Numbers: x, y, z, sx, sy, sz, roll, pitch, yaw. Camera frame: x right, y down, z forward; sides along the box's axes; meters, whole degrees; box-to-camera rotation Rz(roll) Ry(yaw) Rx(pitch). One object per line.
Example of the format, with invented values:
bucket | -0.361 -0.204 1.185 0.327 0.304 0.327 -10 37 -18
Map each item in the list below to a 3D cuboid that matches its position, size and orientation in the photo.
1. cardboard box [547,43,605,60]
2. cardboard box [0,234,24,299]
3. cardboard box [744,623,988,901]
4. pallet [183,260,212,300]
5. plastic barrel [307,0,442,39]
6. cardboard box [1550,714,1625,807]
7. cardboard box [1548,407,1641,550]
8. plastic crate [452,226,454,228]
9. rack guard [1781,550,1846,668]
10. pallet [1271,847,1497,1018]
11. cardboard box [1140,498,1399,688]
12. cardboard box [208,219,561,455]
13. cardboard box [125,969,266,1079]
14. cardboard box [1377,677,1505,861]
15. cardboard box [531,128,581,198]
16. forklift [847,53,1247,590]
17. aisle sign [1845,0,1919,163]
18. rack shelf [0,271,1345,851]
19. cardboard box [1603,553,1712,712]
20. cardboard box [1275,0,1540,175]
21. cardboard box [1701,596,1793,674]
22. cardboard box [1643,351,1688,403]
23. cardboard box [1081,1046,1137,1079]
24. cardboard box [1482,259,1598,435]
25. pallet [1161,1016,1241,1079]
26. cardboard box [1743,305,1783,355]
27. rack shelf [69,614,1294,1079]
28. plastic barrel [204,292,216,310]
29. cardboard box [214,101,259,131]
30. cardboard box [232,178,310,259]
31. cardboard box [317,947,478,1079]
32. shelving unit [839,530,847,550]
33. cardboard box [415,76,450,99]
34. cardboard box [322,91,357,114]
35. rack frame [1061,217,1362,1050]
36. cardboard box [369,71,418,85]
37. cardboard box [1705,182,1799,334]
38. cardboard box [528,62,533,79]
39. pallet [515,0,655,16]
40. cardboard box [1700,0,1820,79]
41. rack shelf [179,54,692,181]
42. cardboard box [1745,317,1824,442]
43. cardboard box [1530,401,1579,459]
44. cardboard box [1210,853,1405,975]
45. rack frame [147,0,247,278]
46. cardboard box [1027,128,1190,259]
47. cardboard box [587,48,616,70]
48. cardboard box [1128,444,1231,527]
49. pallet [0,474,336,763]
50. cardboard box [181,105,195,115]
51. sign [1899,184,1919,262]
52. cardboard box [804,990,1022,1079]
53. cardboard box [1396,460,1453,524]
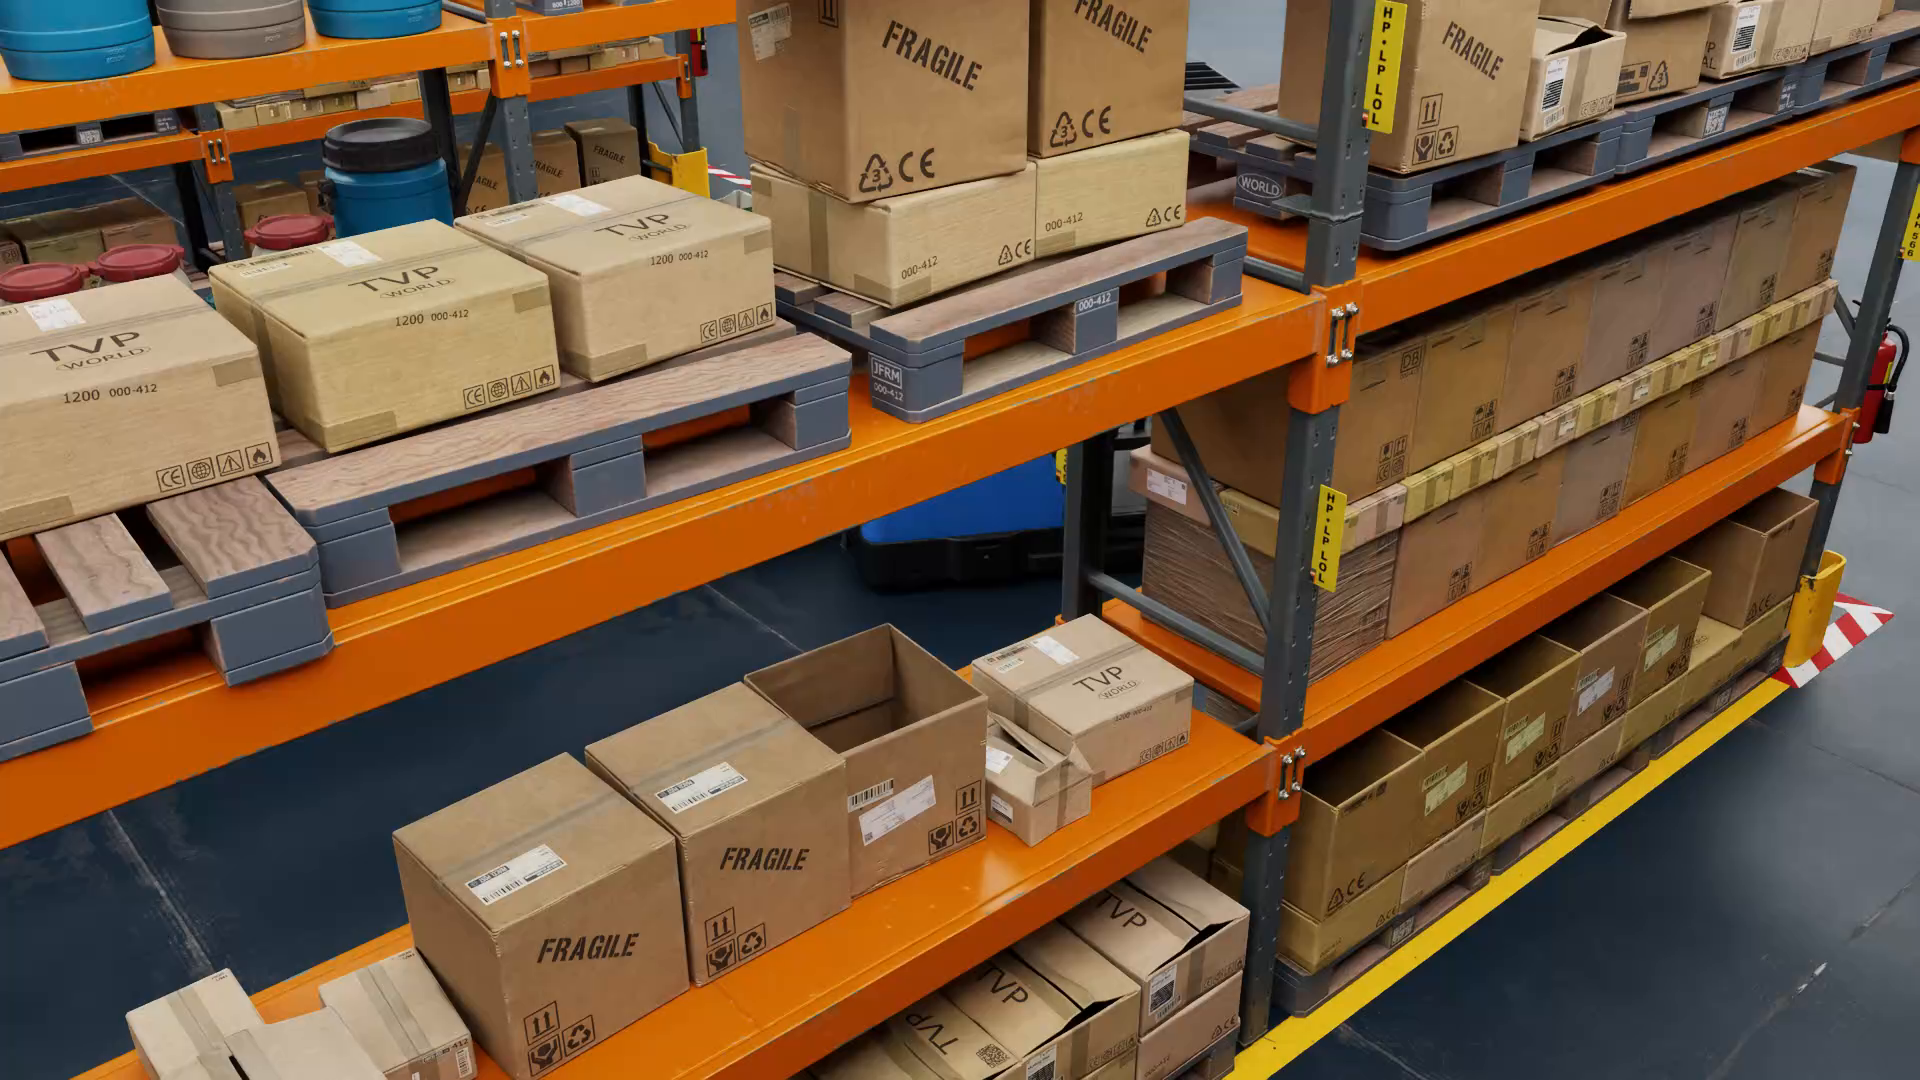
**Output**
cardboard box | -3.394 -4.317 13.724 0.500 0.500 0.875 -22 35 -35
cardboard box | -6.980 -1.873 11.758 0.700 0.500 0.500 25 37 38
cardboard box | -0.267 0.627 4.788 0.500 0.500 0.500 -19 34 -31
pallet | -6.290 -1.804 12.401 1.213 0.211 1.003 -22 35 -35
plastic barrel | -2.730 -2.807 7.606 0.708 0.901 0.600 -22 35 -35
cardboard box | 2.422 0.818 7.009 0.500 0.250 0.500 -22 35 -35
cardboard box | 2.232 -0.374 6.661 0.500 0.500 0.700 -21 34 -33
plastic crate | -2.653 -1.267 8.370 0.583 0.464 0.402 -22 35 -35
rack guard | 3.790 0.152 8.435 0.348 0.500 1.175 -22 35 -35
pallet | 1.361 1.282 6.626 1.213 0.211 1.003 -22 35 -35
cardboard box | 1.062 0.099 5.777 0.500 0.500 0.700 -23 36 -36
cardboard box | -1.176 -0.434 3.411 0.500 0.250 0.500 -23 36 -36
cardboard box | -1.810 1.241 4.012 0.250 0.149 0.380 -22 35 -35
cardboard box | 1.660 0.792 6.261 0.500 0.500 0.500 -22 35 -35
cardboard box | -3.574 -3.199 14.259 0.500 0.500 0.500 -13 31 -22
forklift | 0.883 -1.369 8.702 3.031 2.935 1.130 -5 29 -10
aisle sign | 4.012 -2.004 7.060 0.004 0.787 0.394 -22 35 -35
rack shelf | -0.793 -0.113 3.860 4.000 0.370 1.077 -22 35 -35
cardboard box | 2.805 0.336 7.115 0.500 0.500 0.500 -22 35 -35
cardboard box | 1.283 -1.393 4.791 0.500 0.500 0.500 -19 33 -31
cardboard box | 3.555 0.355 7.876 0.500 0.250 0.500 -22 35 -35
cardboard box | 2.620 -0.691 6.567 0.250 0.149 0.380 -21 34 -34
cardboard box | 0.215 1.693 5.371 0.500 0.250 0.500 -23 35 -36
cardboard box | 1.827 -0.781 6.047 0.500 0.500 0.700 -22 35 -35
pallet | 0.193 1.750 5.751 1.213 0.211 1.003 -22 35 -35
cardboard box | 3.212 -0.929 7.011 0.250 0.149 0.380 -22 35 -36
rack shelf | -0.793 1.210 4.567 4.000 0.370 1.077 -22 35 -35
plastic barrel | -3.590 -1.086 8.245 0.301 0.262 0.301 0 28 0
cardboard box | -5.340 -3.119 12.171 0.250 0.149 0.380 -22 35 -35
cardboard box | -5.368 -2.463 12.883 0.500 0.500 0.500 -23 36 -36
cardboard box | -1.381 1.205 4.079 0.250 0.149 0.380 -19 34 -31
shelving unit | -1.044 -0.634 8.846 0.755 1.500 0.431 -10 30 -19
cardboard box | -4.207 -3.583 13.039 0.250 0.149 0.380 -22 35 -35
cardboard box | -4.785 -3.358 12.617 0.250 0.149 0.380 -22 35 -35
rack frame | 0.728 0.281 5.542 0.127 3.000 1.000 -22 35 -35
cardboard box | -4.598 -3.893 12.930 0.500 0.500 0.875 -22 35 -35
cardboard box | 2.971 -1.242 6.909 0.500 0.500 0.700 -23 36 -36
cardboard box | -3.678 -3.836 13.511 0.250 0.149 0.380 -22 35 -35
pallet | -1.998 -2.992 8.684 1.003 0.211 1.213 -22 35 -35
cardboard box | 2.644 -1.856 5.859 0.500 0.311 0.500 -17 33 -29
rack shelf | -4.177 -3.567 13.505 4.000 0.370 1.077 -22 35 -35
cardboard box | 3.408 -0.849 7.550 0.500 0.500 0.700 -22 35 -35
cardboard box | 2.036 -0.458 6.130 0.250 0.149 0.380 -23 36 -36
cardboard box | 1.278 1.275 6.153 0.500 0.250 0.500 -22 35 -35
rack frame | -5.698 -3.272 12.191 0.127 3.000 1.000 -22 35 -35
cardboard box | 0.254 -0.976 4.425 0.500 0.250 0.500 -18 33 -30
cardboard box | -3.086 -4.053 13.918 0.250 0.149 0.380 -22 35 -35
cardboard box | 0.796 -0.209 5.665 0.250 0.149 0.380 -22 35 -35
pallet | -1.856 0.025 3.038 1.003 0.211 1.213 -20 34 -33
cardboard box | -5.726 -3.333 12.570 0.250 0.149 0.380 -22 35 -35
sign | 4.113 -1.359 7.131 0.005 0.325 0.100 -22 35 -35
cardboard box | -0.166 1.601 4.949 0.500 0.311 0.500 -22 35 -35
cardboard box | 1.445 -0.219 5.682 0.250 0.149 0.380 -23 36 -36
